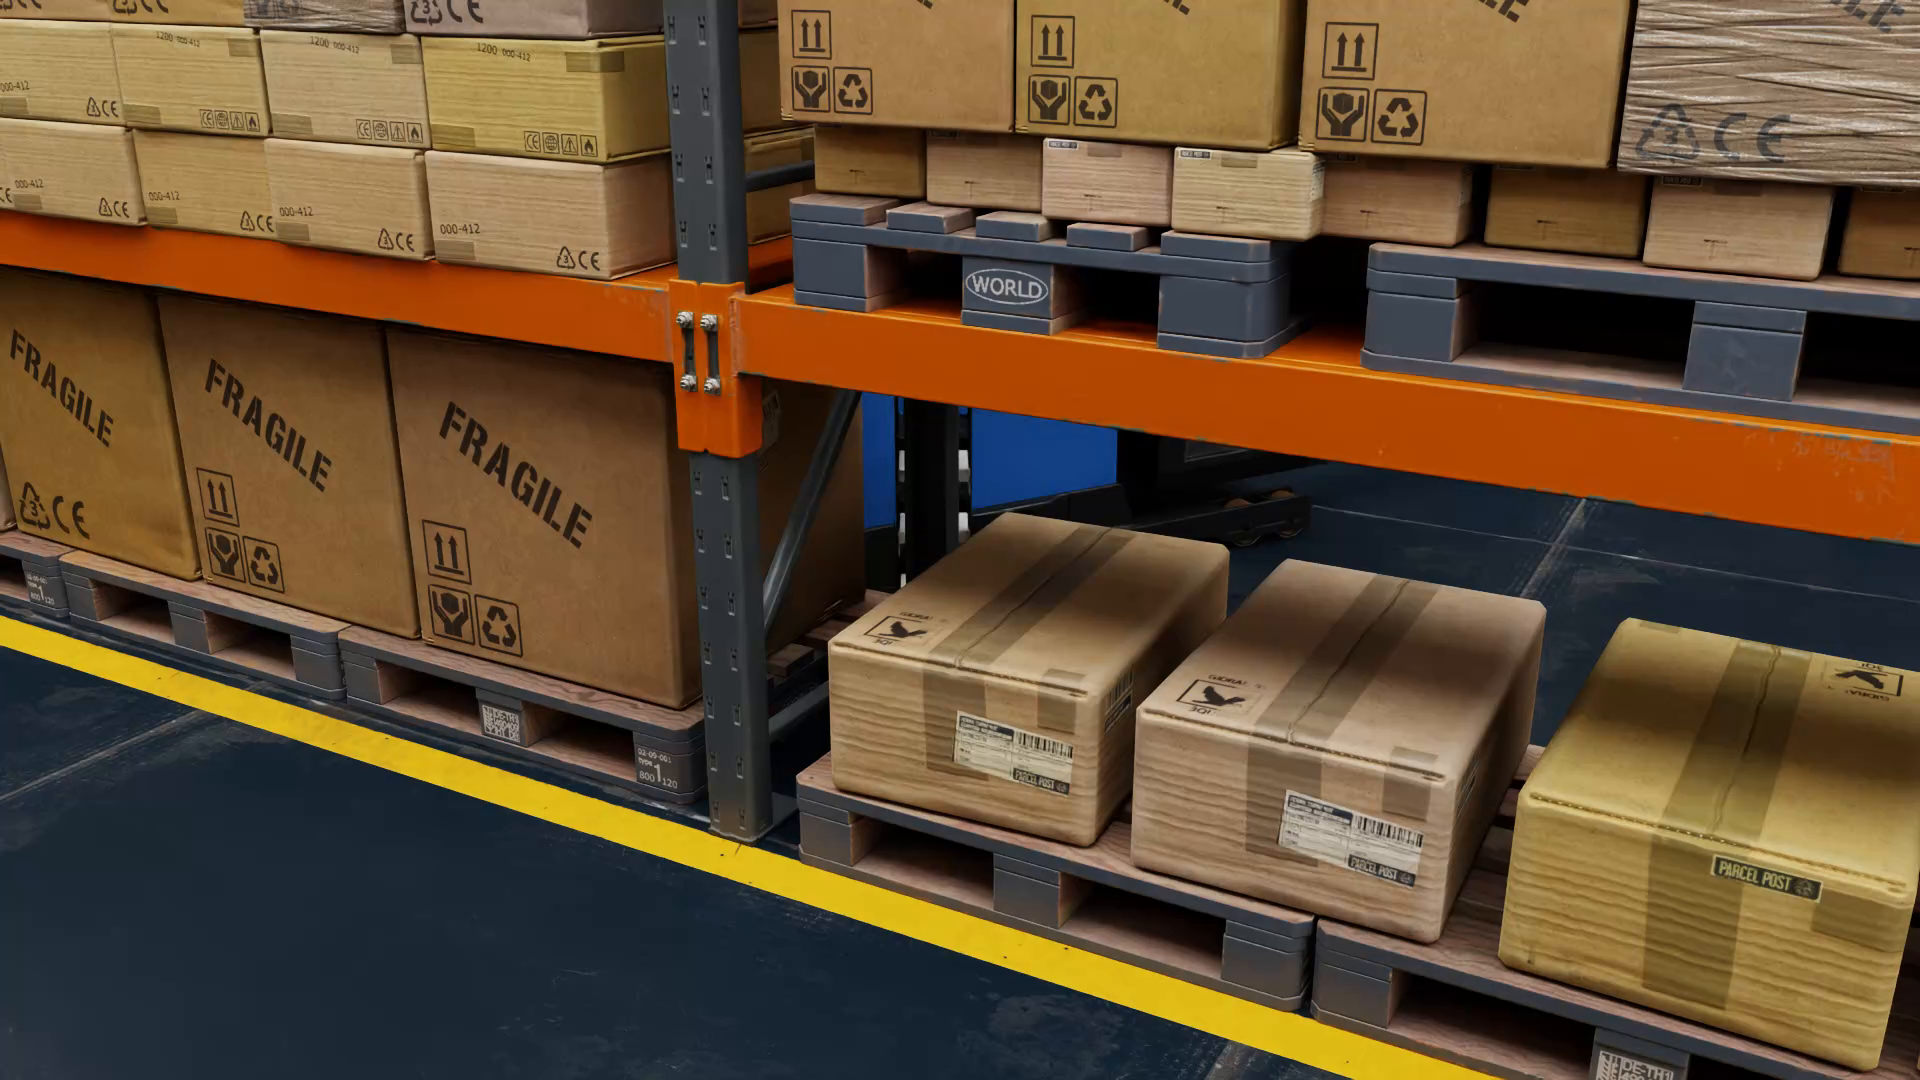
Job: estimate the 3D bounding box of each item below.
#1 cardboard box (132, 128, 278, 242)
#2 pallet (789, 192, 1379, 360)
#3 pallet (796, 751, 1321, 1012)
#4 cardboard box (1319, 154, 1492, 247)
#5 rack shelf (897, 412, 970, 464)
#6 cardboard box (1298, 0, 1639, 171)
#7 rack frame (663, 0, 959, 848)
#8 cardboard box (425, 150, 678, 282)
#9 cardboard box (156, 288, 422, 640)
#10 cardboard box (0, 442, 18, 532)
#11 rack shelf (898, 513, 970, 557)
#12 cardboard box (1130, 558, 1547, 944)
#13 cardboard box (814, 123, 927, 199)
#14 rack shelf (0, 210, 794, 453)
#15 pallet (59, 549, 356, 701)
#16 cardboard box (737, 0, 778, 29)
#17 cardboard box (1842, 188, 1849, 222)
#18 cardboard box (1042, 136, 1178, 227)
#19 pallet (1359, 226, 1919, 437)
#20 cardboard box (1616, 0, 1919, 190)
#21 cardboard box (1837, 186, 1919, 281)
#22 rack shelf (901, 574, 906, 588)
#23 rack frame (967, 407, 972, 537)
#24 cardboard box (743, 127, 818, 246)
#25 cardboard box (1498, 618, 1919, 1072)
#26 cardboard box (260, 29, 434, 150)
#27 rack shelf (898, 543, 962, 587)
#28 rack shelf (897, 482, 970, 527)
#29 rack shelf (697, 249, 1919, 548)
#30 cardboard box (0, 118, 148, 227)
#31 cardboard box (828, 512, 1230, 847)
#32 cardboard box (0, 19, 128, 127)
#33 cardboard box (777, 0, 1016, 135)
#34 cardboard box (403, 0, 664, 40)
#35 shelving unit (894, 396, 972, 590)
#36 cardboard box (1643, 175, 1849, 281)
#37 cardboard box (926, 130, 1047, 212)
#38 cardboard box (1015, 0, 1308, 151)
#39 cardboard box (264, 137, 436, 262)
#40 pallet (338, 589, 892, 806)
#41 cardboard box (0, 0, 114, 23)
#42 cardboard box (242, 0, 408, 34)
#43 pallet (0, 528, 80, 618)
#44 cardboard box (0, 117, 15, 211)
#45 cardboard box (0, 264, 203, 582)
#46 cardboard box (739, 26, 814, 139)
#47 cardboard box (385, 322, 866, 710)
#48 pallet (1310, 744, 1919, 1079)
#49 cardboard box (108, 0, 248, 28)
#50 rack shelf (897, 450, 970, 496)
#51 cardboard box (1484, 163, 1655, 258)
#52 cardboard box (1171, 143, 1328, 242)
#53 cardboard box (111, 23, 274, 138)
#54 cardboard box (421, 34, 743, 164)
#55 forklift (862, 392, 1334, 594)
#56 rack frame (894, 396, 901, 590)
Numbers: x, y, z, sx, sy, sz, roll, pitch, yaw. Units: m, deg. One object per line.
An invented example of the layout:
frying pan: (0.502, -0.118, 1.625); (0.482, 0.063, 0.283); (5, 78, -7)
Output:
cardboard box: (-1.750, -0.956, 4.321); (0.500, 0.250, 0.500); (11, 22, 27)
pallet: (0.378, -0.674, 3.605); (1.003, 0.211, 1.213); (11, 23, 27)
pallet: (0.385, 0.591, 3.927); (1.213, 0.211, 1.003); (11, 23, 27)
cardboard box: (0.822, -0.636, 2.971); (0.250, 0.149, 0.380); (12, 23, 30)
rack shelf: (-0.074, -0.285, 4.637); (0.200, 0.077, 0.258); (0, 20, -1)
cardboard box: (0.909, -0.920, 2.805); (0.500, 0.500, 0.500); (11, 23, 28)
rack frame: (-0.296, -0.851, 3.811); (0.127, 3.000, 1.000); (11, 23, 27)
cardboard box: (-0.865, -0.787, 3.856); (0.500, 0.250, 0.500); (10, 22, 25)
cardboard box: (-1.636, -0.338, 4.899); (0.875, 0.875, 0.875); (11, 23, 28)
cardboard box: (-3.208, -0.635, 5.717); (0.875, 0.875, 0.875); (12, 23, 29)
rack shelf: (-0.074, -0.031, 4.729); (0.200, 0.077, 0.258); (0, 20, -1)
cardboard box: (0.840, 0.404, 3.589); (0.625, 0.372, 0.950); (10, 22, 26)
cardboard box: (-0.103, -0.821, 3.481); (0.250, 0.149, 0.380); (9, 22, 24)
rack shelf: (-2.042, -0.845, 4.851); (4.000, 0.370, 1.077); (11, 23, 27)
pallet: (-2.009, 0.103, 5.270); (1.213, 0.211, 1.003); (11, 23, 27)
cardboard box: (-0.608, -1.523, 4.051); (0.500, 0.500, 0.500); (10, 22, 26)
cardboard box: (1.743, -0.676, 3.082); (0.250, 0.149, 0.380); (12, 23, 29)
cardboard box: (0.343, -0.704, 3.161); (0.250, 0.149, 0.380); (9, 22, 24)
pallet: (1.452, -0.443, 2.970); (1.213, 0.211, 1.003); (11, 23, 27)
cardboard box: (1.342, -0.835, 2.569); (0.500, 0.500, 0.500); (10, 22, 25)
cardboard box: (1.548, -0.517, 2.643); (0.250, 0.149, 0.380); (10, 22, 25)
rack shelf: (-0.074, 0.138, 4.791); (0.200, 0.077, 0.258); (0, 20, -1)
rack frame: (0.027, -0.063, 4.720); (0.006, 0.900, 0.240); (0, 20, -1)
cardboard box: (-0.601, -0.936, 4.268); (0.500, 0.250, 0.500); (10, 22, 26)
cardboard box: (1.499, 0.532, 3.237); (0.625, 0.372, 0.950); (12, 23, 29)
cardboard box: (-1.293, -1.104, 3.997); (0.500, 0.250, 0.500); (10, 22, 26)
rack shelf: (-0.074, 0.053, 4.760); (0.200, 0.077, 0.258); (0, 20, -1)
rack shelf: (-0.074, -0.116, 4.698); (0.200, 0.077, 0.258); (0, 20, -1)
rack shelf: (1.450, -0.180, 3.017); (4.000, 0.370, 1.077); (11, 23, 27)
cardboard box: (-2.209, -1.032, 4.532); (0.500, 0.250, 0.500); (10, 22, 26)
cardboard box: (0.192, 0.284, 3.921); (0.625, 0.372, 0.950); (9, 22, 24)
cardboard box: (-2.203, -1.270, 4.453); (0.500, 0.250, 0.500); (10, 22, 26)
cardboard box: (-0.016, -1.091, 3.276); (0.500, 0.500, 0.500); (10, 22, 26)
cardboard box: (-0.875, -1.376, 3.646); (0.500, 0.500, 0.500); (10, 22, 26)
shelving unit: (-0.074, -0.063, 4.718); (0.210, 0.900, 0.258); (0, 20, -1)
cardboard box: (1.284, -0.537, 2.700); (0.250, 0.149, 0.380); (12, 23, 29)
cardboard box: (0.127, -0.764, 3.324); (0.250, 0.149, 0.380); (9, 22, 24)
cardboard box: (0.442, -1.007, 3.043); (0.500, 0.500, 0.500); (12, 23, 30)
cardboard box: (-1.318, -0.867, 4.077); (0.500, 0.250, 0.500); (11, 23, 28)
pallet: (-0.948, 0.307, 4.710); (1.213, 0.211, 1.003); (11, 23, 27)
cardboard box: (-2.196, -1.630, 4.346); (0.500, 0.500, 0.500); (10, 22, 26)
cardboard box: (-1.327, -1.459, 3.875); (0.500, 0.500, 0.500); (11, 23, 28)
pallet: (-3.078, -0.099, 5.829); (1.213, 0.211, 1.003); (11, 23, 27)
cardboard box: (-2.641, -1.118, 4.768); (0.500, 0.250, 0.500); (11, 22, 27)
cardboard box: (-2.416, -0.487, 5.310); (0.875, 0.875, 0.875); (12, 23, 29)
cardboard box: (-0.618, -1.173, 4.187); (0.500, 0.250, 0.500); (11, 22, 27)
cardboard box: (-0.859, -0.189, 4.487); (0.875, 0.875, 0.875); (11, 22, 27)
pallet: (1.446, 0.794, 3.367); (1.213, 0.211, 1.003); (11, 23, 27)
cardboard box: (-1.758, -1.543, 4.108); (0.500, 0.500, 0.500); (11, 23, 27)
rack shelf: (-0.074, -0.201, 4.668); (0.200, 0.077, 0.258); (0, 20, -1)
cardboard box: (1.088, -0.600, 2.874); (0.250, 0.149, 0.380); (12, 23, 29)
cardboard box: (0.574, -0.652, 3.017); (0.250, 0.149, 0.380); (11, 23, 28)
cardboard box: (-1.750, -1.183, 4.215); (0.500, 0.250, 0.500); (10, 22, 26)
cardboard box: (-0.843, -1.020, 3.765); (0.500, 0.250, 0.500); (11, 23, 27)
forklift: (0.660, -1.498, 5.698); (3.031, 2.935, 1.130); (-11, 23, -27)
rack frame: (-0.176, -0.062, 4.716); (0.006, 0.900, 0.240); (0, 20, -1)
